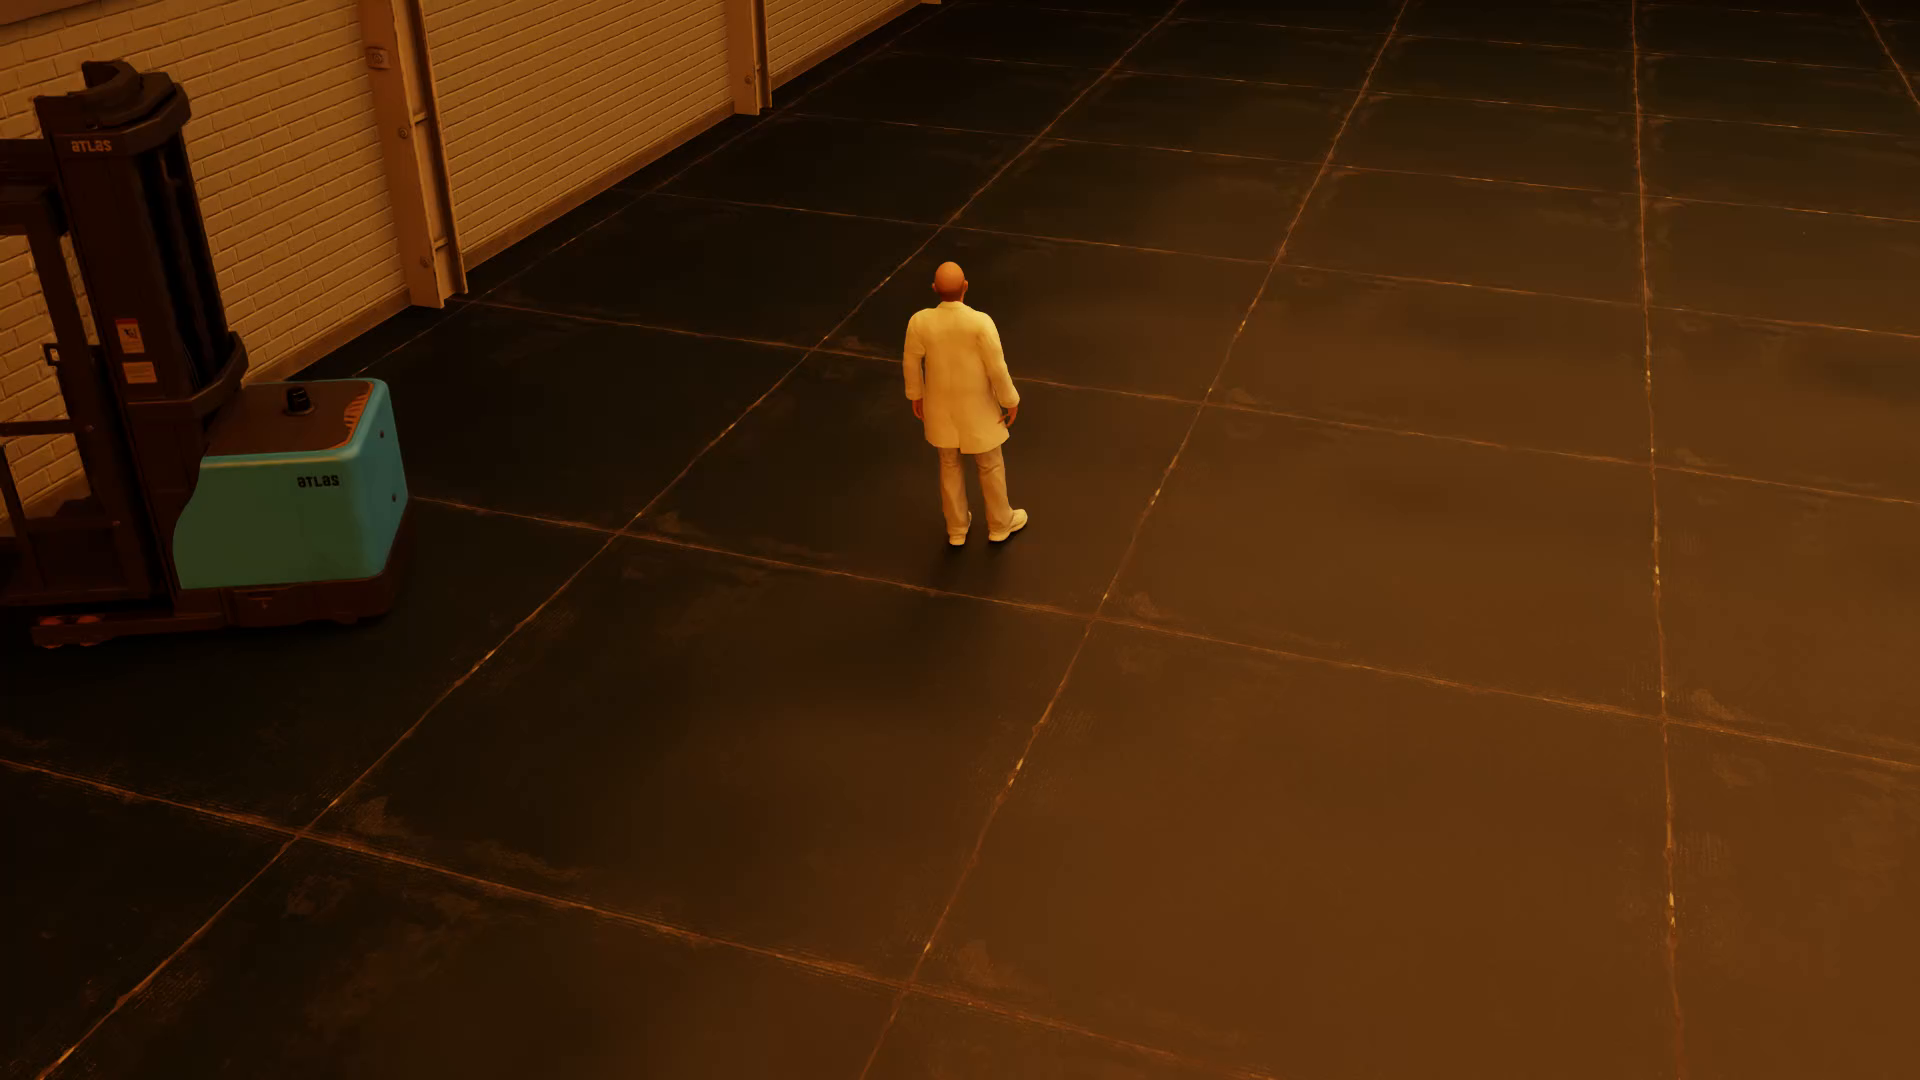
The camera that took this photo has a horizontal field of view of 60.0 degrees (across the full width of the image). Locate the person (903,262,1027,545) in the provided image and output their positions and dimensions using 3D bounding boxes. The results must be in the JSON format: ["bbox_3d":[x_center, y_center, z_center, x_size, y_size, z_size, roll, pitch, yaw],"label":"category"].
[{"bbox_3d":[0.033,-0.821,9.726,0.698,1.778,0.578,10,31,16],"label":"person"}]

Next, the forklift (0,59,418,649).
[{"bbox_3d":[-4.726,-0.959,8.819,3.031,2.935,1.130,-3,30,-6],"label":"forklift"}]
